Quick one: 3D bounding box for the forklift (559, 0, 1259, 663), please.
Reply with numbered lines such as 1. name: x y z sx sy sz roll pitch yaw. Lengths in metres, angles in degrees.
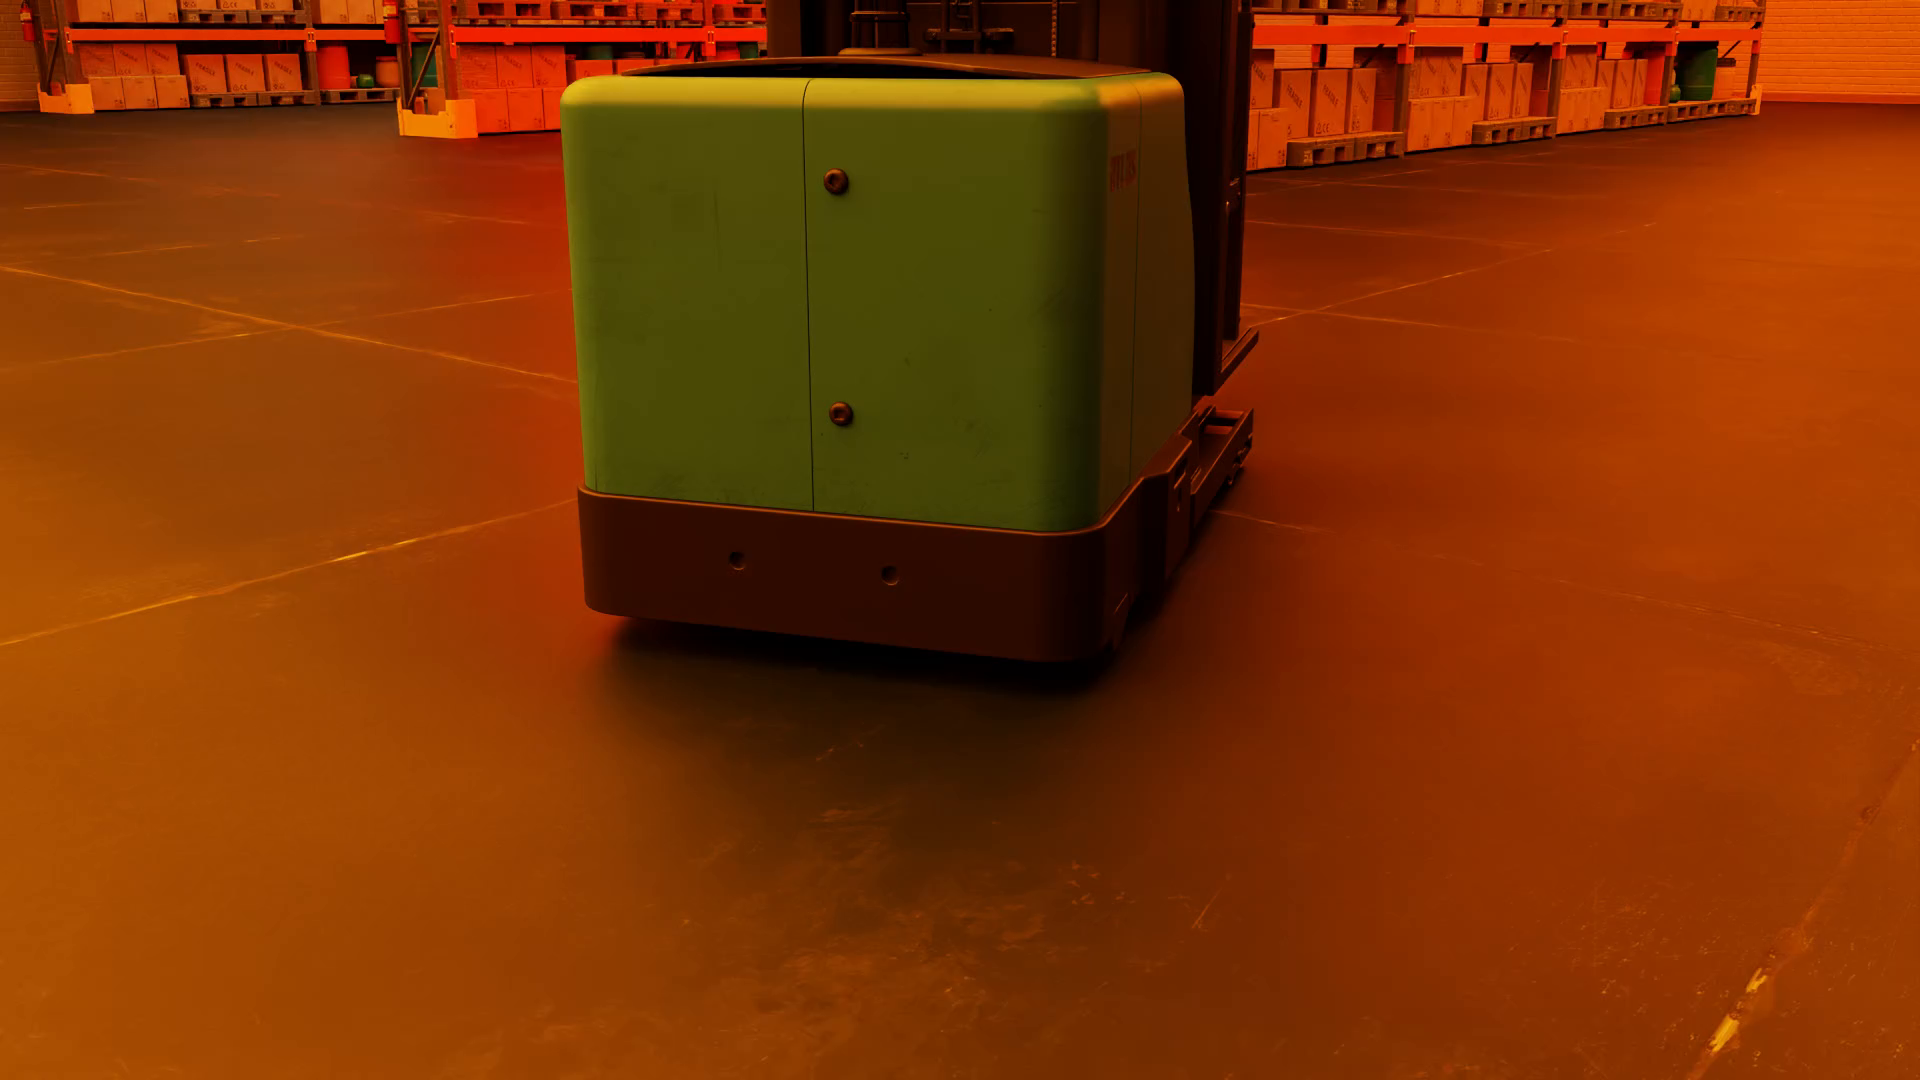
1. forklift: 0.182 -1.571 4.072 1.130 2.935 3.031 5 18 17
